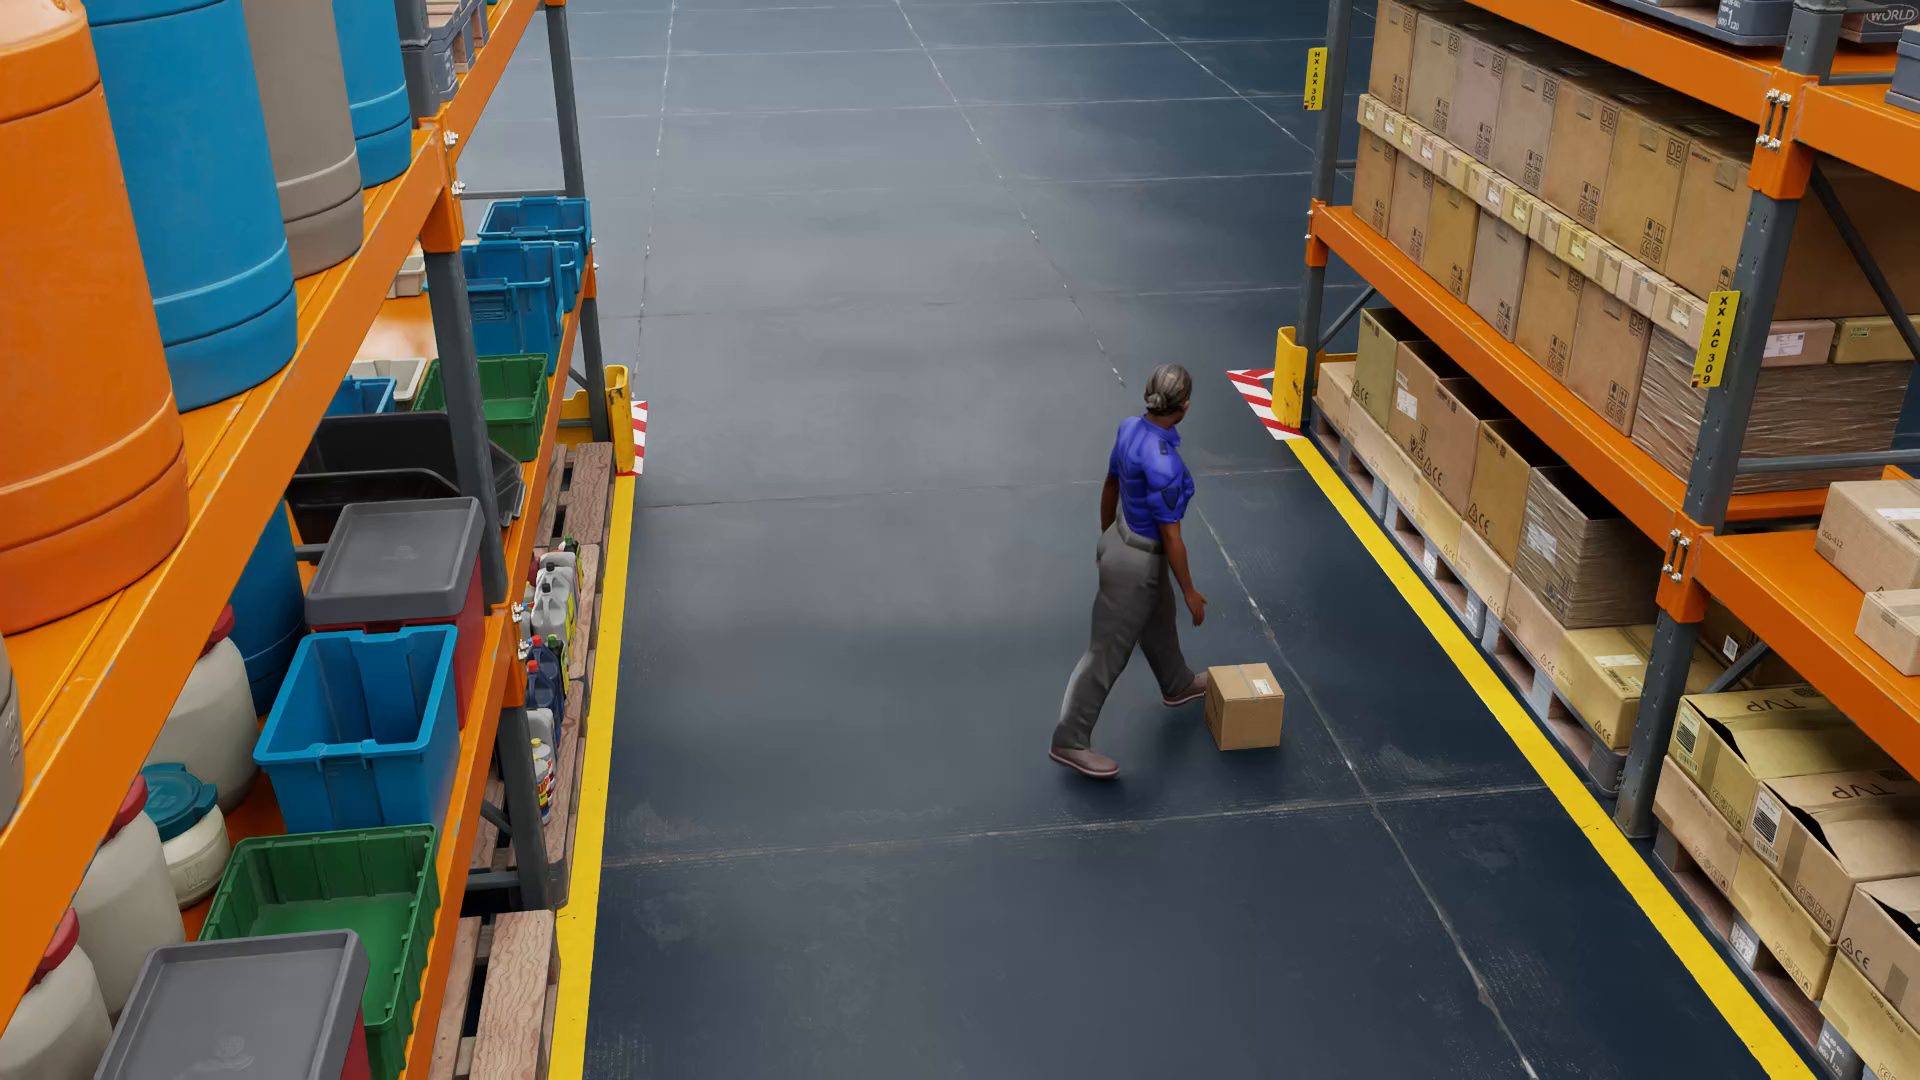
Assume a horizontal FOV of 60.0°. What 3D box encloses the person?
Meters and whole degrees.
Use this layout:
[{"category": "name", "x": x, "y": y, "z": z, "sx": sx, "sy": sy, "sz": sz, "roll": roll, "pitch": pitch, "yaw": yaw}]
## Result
[{"category": "person", "x": 0.744, "y": 0.076, "z": 6.465, "sx": 0.797, "sy": 1.617, "sz": 0.660, "roll": -1, "pitch": 27, "yaw": -3}]
